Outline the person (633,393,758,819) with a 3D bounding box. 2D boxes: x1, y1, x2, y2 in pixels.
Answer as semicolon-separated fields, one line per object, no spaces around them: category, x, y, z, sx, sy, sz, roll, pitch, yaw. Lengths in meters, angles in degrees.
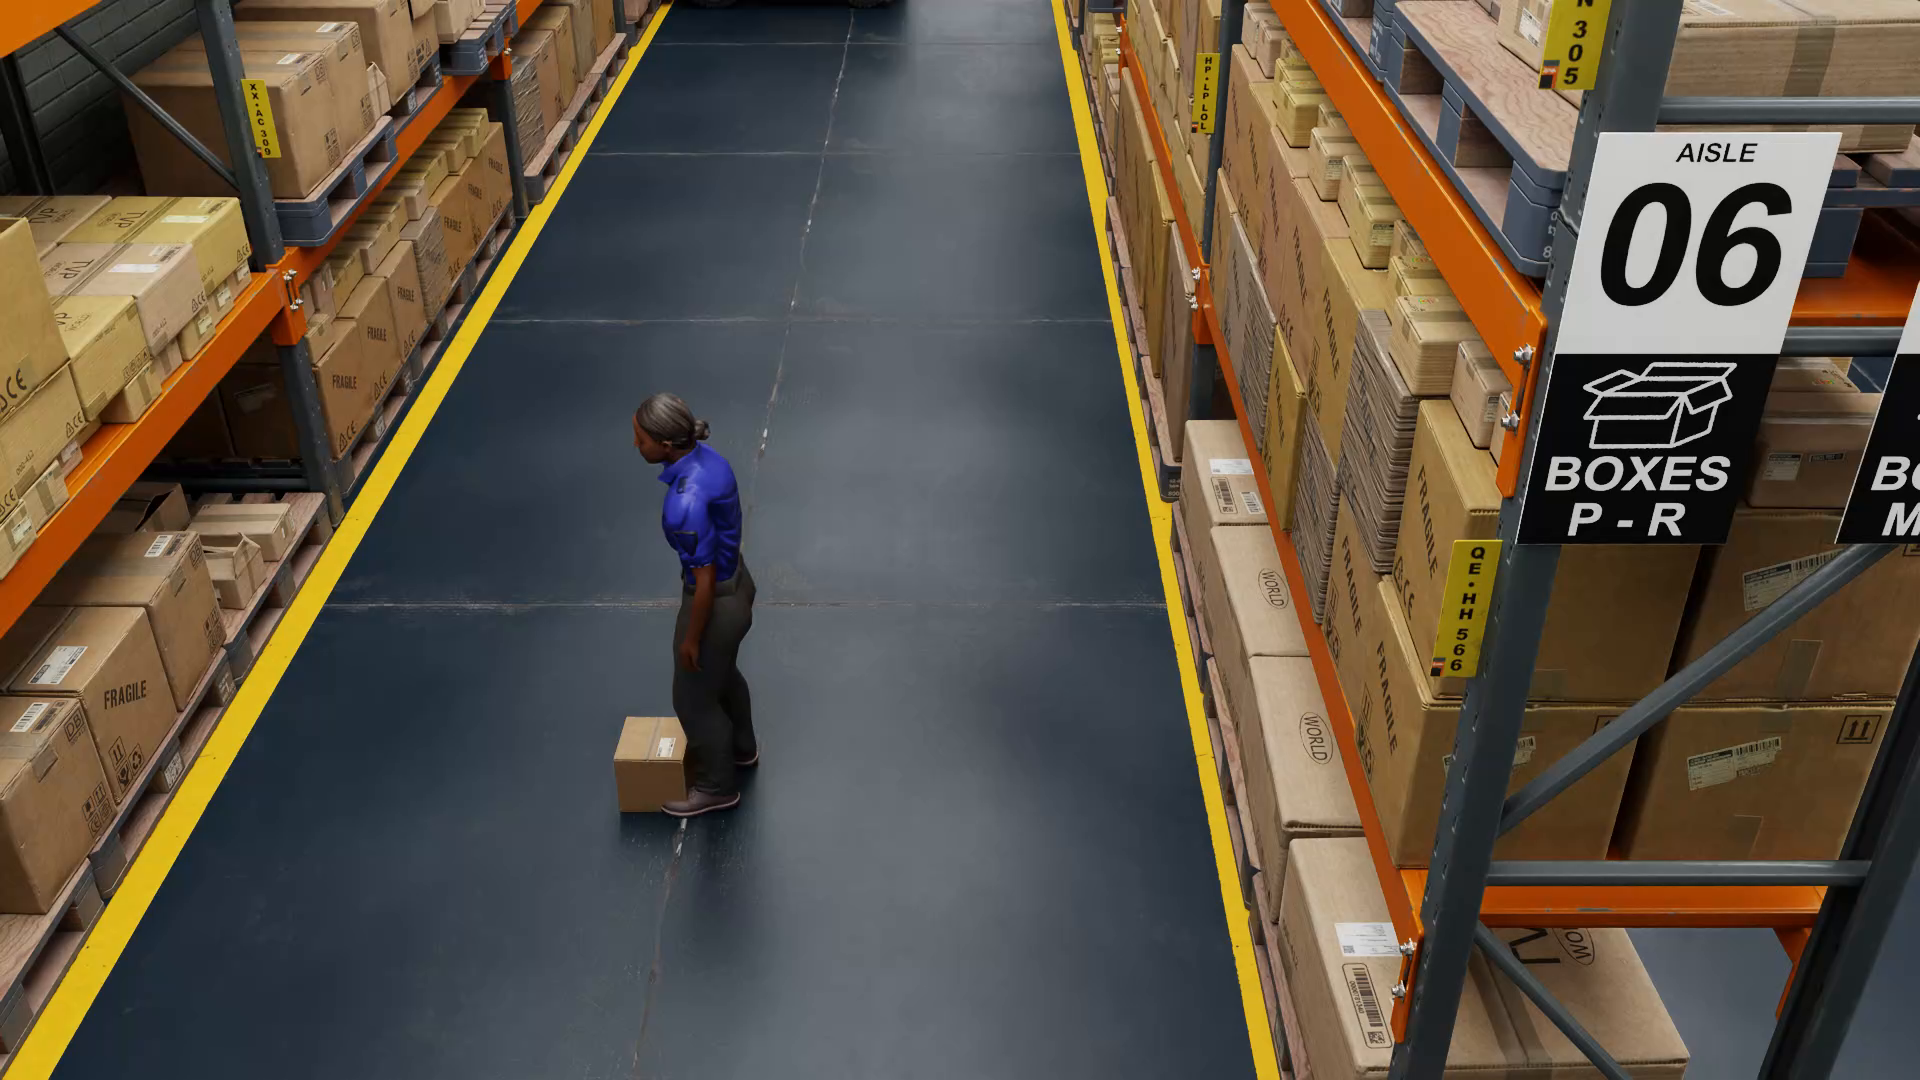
person;-0.909;0.224;5.778;0.392;1.654;0.513;0;32;-1
